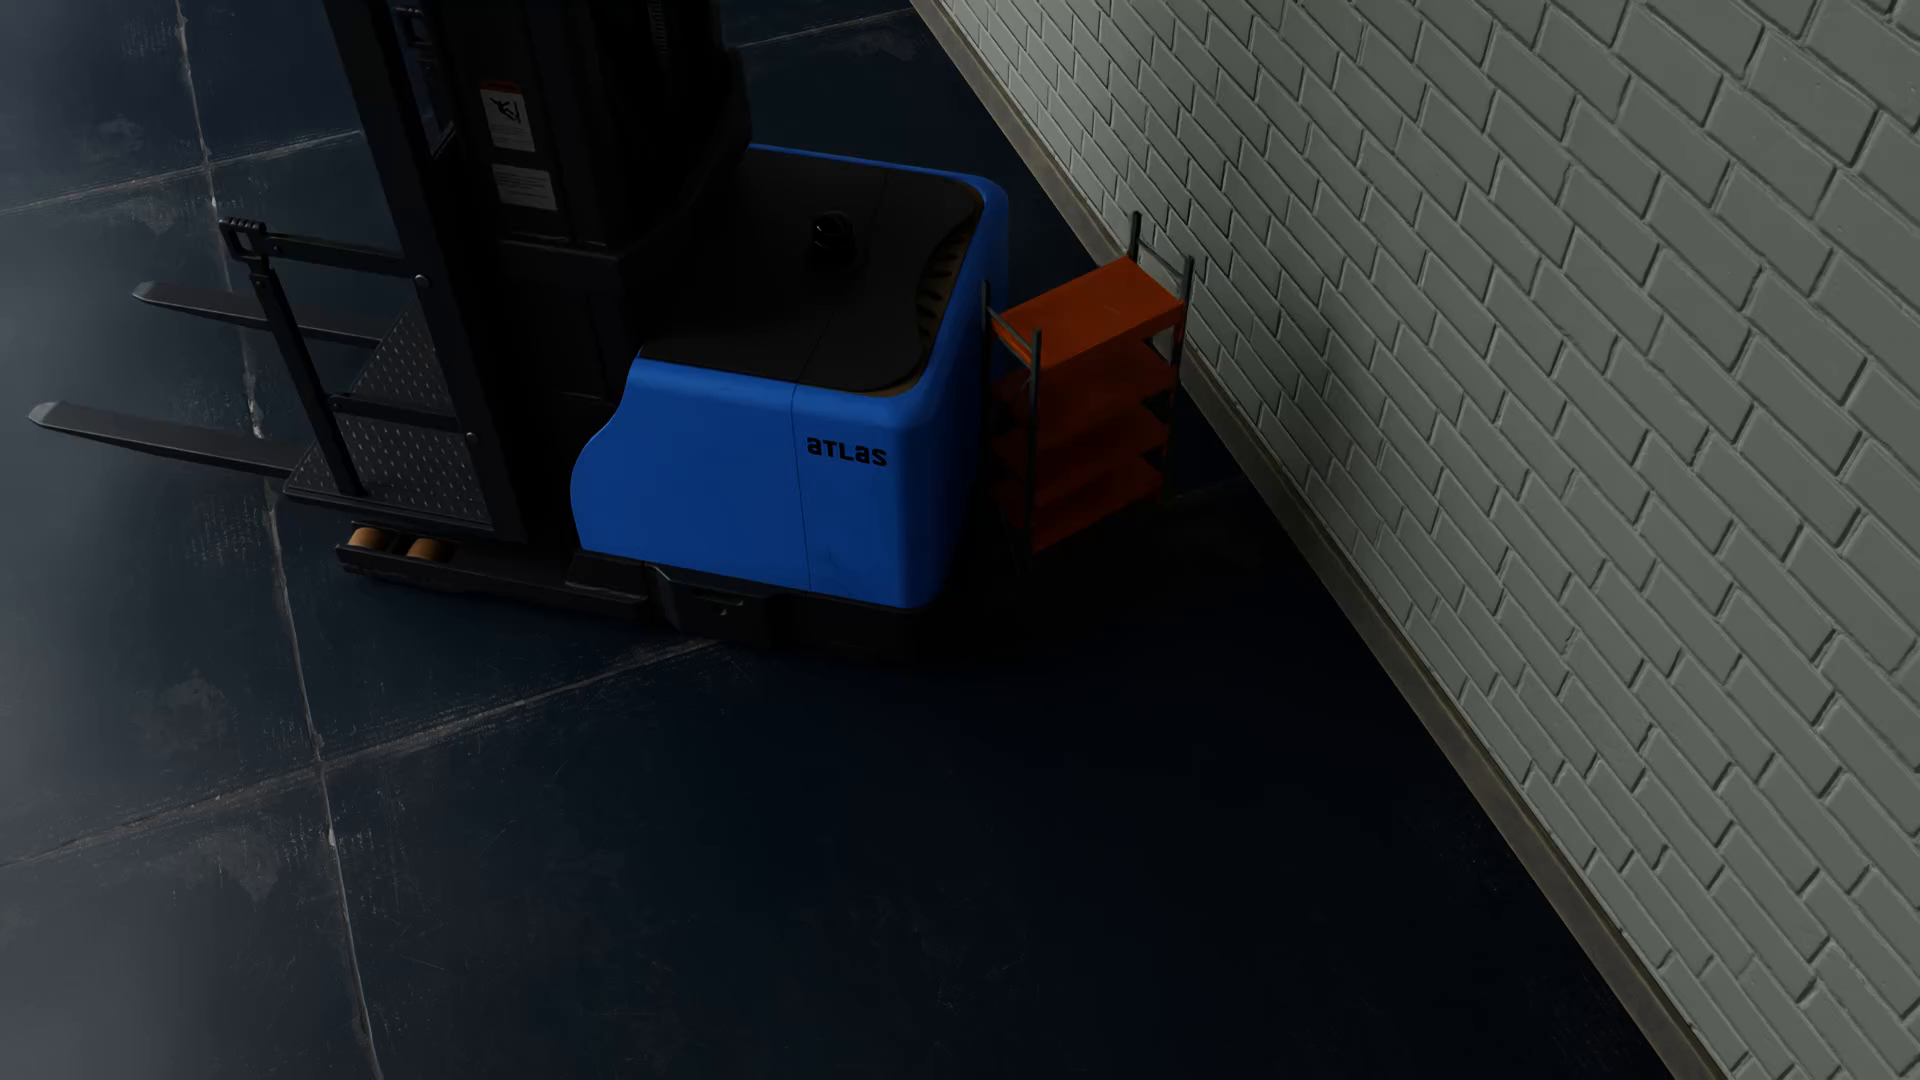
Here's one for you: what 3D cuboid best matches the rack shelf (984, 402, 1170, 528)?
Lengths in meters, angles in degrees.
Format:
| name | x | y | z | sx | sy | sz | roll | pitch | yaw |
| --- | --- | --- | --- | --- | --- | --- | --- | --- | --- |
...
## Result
| name | x | y | z | sx | sy | sz | roll | pitch | yaw |
| --- | --- | --- | --- | --- | --- | --- | --- | --- | --- |
| rack shelf | 0.331 | -0.260 | 4.771 | 0.480 | 0.148 | 0.258 | -27 | 55 | -22 |

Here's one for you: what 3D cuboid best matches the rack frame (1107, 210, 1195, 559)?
| name | x | y | z | sx | sy | sz | roll | pitch | yaw |
| --- | --- | --- | --- | --- | --- | --- | --- | --- | --- |
| rack frame | 0.532 | -0.408 | 4.809 | 0.015 | 1.200 | 0.240 | -27 | 55 | -22 |

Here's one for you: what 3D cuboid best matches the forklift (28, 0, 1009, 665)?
| name | x | y | z | sx | sy | sz | roll | pitch | yaw |
| --- | --- | --- | --- | --- | --- | --- | --- | --- | --- |
| forklift | -1.419 | -1.182 | 4.333 | 3.031 | 2.935 | 1.130 | 10 | 50 | 9 |

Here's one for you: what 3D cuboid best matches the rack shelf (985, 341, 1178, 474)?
| name | x | y | z | sx | sy | sz | roll | pitch | yaw |
| --- | --- | --- | --- | --- | --- | --- | --- | --- | --- |
| rack shelf | 0.331 | -0.406 | 4.601 | 0.480 | 0.148 | 0.258 | -27 | 55 | -22 |

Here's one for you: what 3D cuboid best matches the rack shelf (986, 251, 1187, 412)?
| name | x | y | z | sx | sy | sz | roll | pitch | yaw |
| --- | --- | --- | --- | --- | --- | --- | --- | --- | --- |
| rack shelf | 0.331 | -0.560 | 4.422 | 0.480 | 0.148 | 0.258 | -27 | 55 | -22 |

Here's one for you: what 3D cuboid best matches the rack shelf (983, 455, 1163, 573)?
| name | x | y | z | sx | sy | sz | roll | pitch | yaw |
| --- | --- | --- | --- | --- | --- | --- | --- | --- | --- |
| rack shelf | 0.331 | -0.130 | 4.922 | 0.480 | 0.148 | 0.258 | -27 | 55 | -22 |

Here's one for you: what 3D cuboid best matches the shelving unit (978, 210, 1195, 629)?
| name | x | y | z | sx | sy | sz | roll | pitch | yaw |
| --- | --- | --- | --- | --- | --- | --- | --- | --- | --- |
| shelving unit | 0.331 | -0.304 | 4.720 | 0.503 | 1.200 | 0.258 | -27 | 55 | -22 |

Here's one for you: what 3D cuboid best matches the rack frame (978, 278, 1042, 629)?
| name | x | y | z | sx | sy | sz | roll | pitch | yaw |
| --- | --- | --- | --- | --- | --- | --- | --- | --- | --- |
| rack frame | 0.129 | -0.199 | 4.630 | 0.015 | 1.200 | 0.240 | -27 | 55 | -22 |
